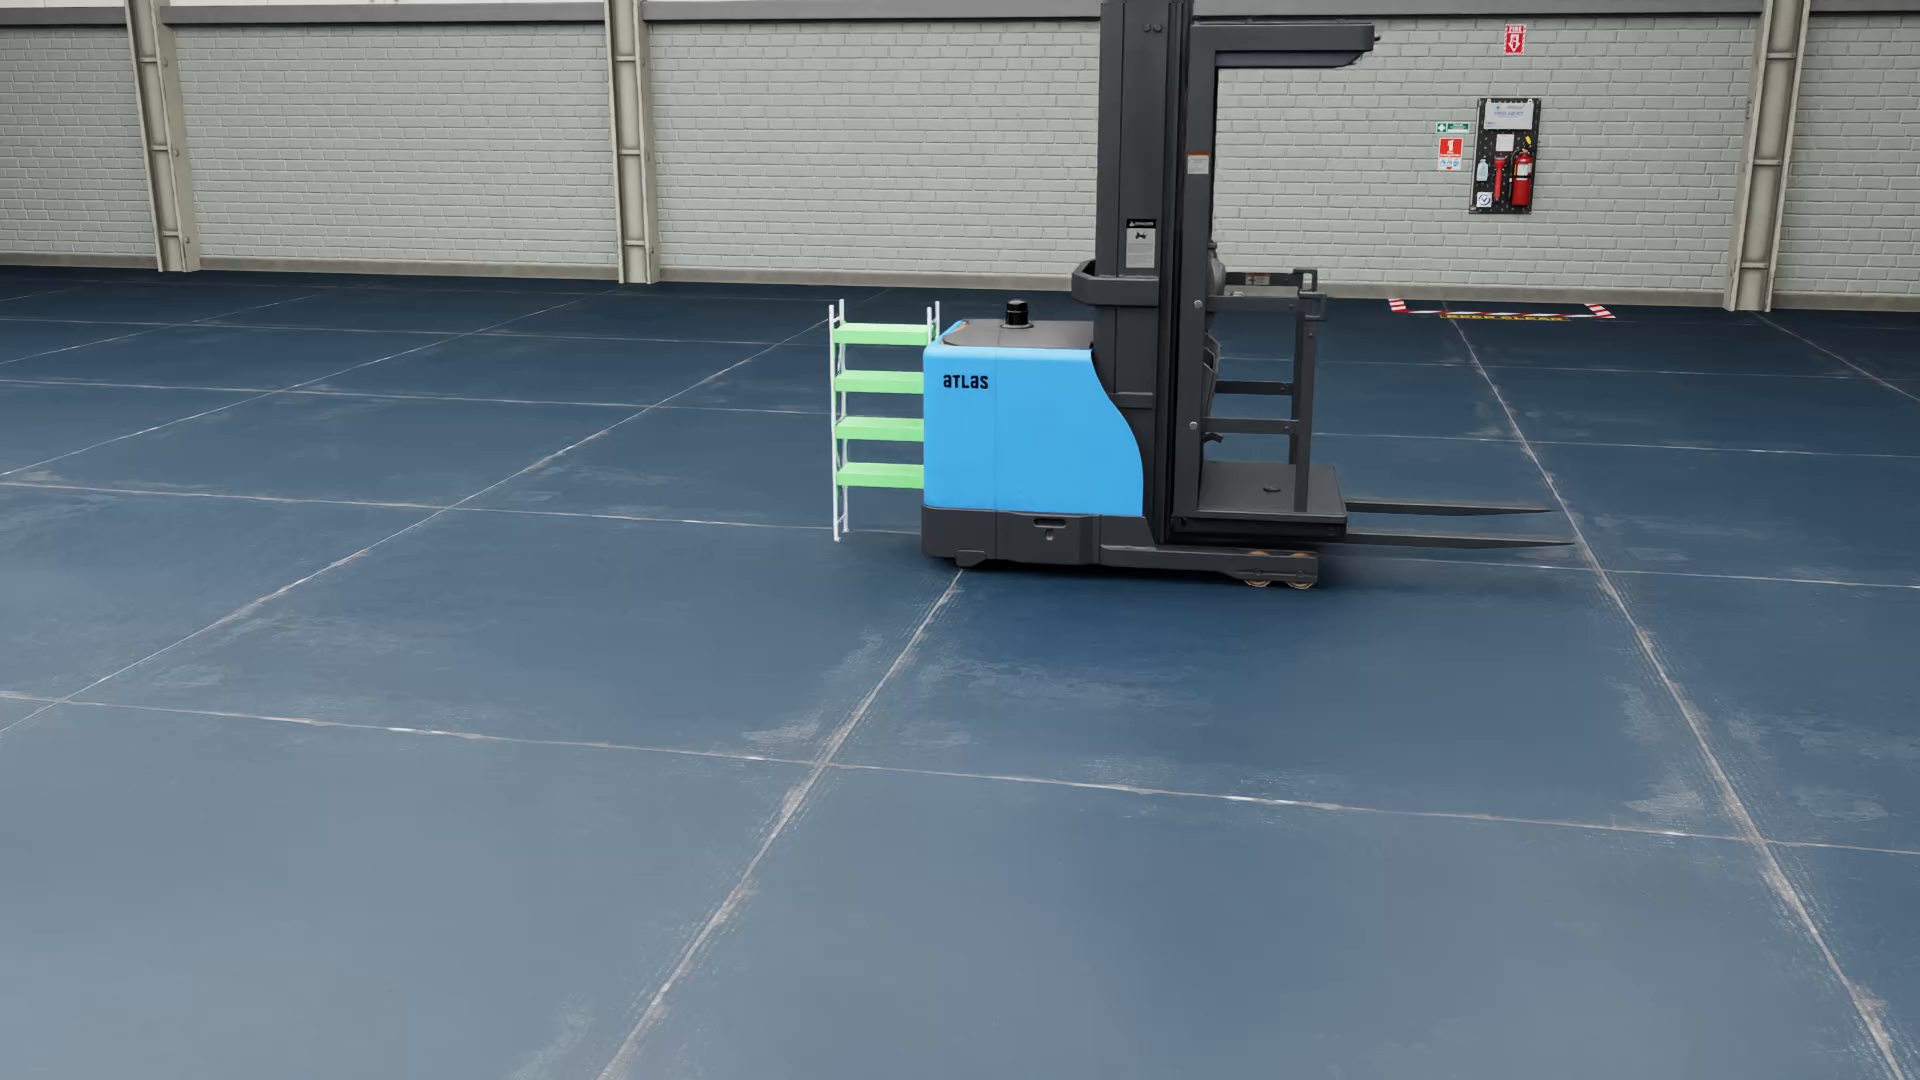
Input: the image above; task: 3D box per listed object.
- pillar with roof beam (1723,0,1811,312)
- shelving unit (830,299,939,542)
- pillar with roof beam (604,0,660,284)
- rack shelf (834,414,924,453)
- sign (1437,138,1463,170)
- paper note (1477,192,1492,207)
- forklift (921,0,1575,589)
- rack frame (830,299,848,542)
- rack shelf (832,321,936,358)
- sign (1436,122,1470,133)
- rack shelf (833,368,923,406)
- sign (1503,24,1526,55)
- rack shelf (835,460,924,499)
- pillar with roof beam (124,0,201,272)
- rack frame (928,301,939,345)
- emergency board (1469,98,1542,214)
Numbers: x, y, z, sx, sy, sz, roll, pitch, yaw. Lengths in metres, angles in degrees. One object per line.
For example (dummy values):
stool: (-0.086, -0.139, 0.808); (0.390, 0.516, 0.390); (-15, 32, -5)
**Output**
pillar with roof beam: (7.184, -5.571, 11.747); (0.400, 9.000, 9.100); (3, 16, 11)
shelving unit: (-0.372, -0.591, 8.380); (0.503, 1.200, 0.258); (3, 16, 9)
pillar with roof beam: (-4.575, -6.209, 14.051); (0.400, 9.000, 9.100); (3, 16, 11)
rack shelf: (-0.372, -0.530, 8.397); (0.480, 0.148, 0.258); (3, 16, 9)
sign: (5.107, -4.021, 17.322); (0.234, 0.329, 0.001); (3, 16, 11)
paper note: (5.468, -3.550, 17.340); (0.142, 0.148, 0.016); (3, 16, 11)
forklift: (1.378, -1.338, 7.833); (3.031, 2.935, 1.130); (3, 16, 9)
rack frame: (-0.612, -0.602, 8.418); (0.015, 1.200, 0.240); (3, 16, 9)
rack shelf: (-0.372, -0.992, 8.269); (0.480, 0.148, 0.258); (3, 16, 9)
sign: (5.109, -4.274, 17.242); (0.331, 0.109, 0.001); (3, 16, 11)
rack shelf: (-0.372, -0.761, 8.333); (0.480, 0.148, 0.258); (3, 16, 9)
sign: (5.640, -5.091, 16.910); (0.199, 0.298, 0.001); (3, 16, 11)
rack shelf: (-0.372, -0.299, 8.461); (0.480, 0.148, 0.258); (3, 16, 9)
pillar with roof beam: (-10.455, -6.529, 15.203); (0.400, 9.000, 9.100); (3, 16, 11)
rack frame: (-0.131, -0.581, 8.341); (0.015, 1.200, 0.240); (3, 16, 9)
emergency board: (5.628, -3.947, 17.124); (0.643, 1.169, 0.194); (3, 16, 11)
